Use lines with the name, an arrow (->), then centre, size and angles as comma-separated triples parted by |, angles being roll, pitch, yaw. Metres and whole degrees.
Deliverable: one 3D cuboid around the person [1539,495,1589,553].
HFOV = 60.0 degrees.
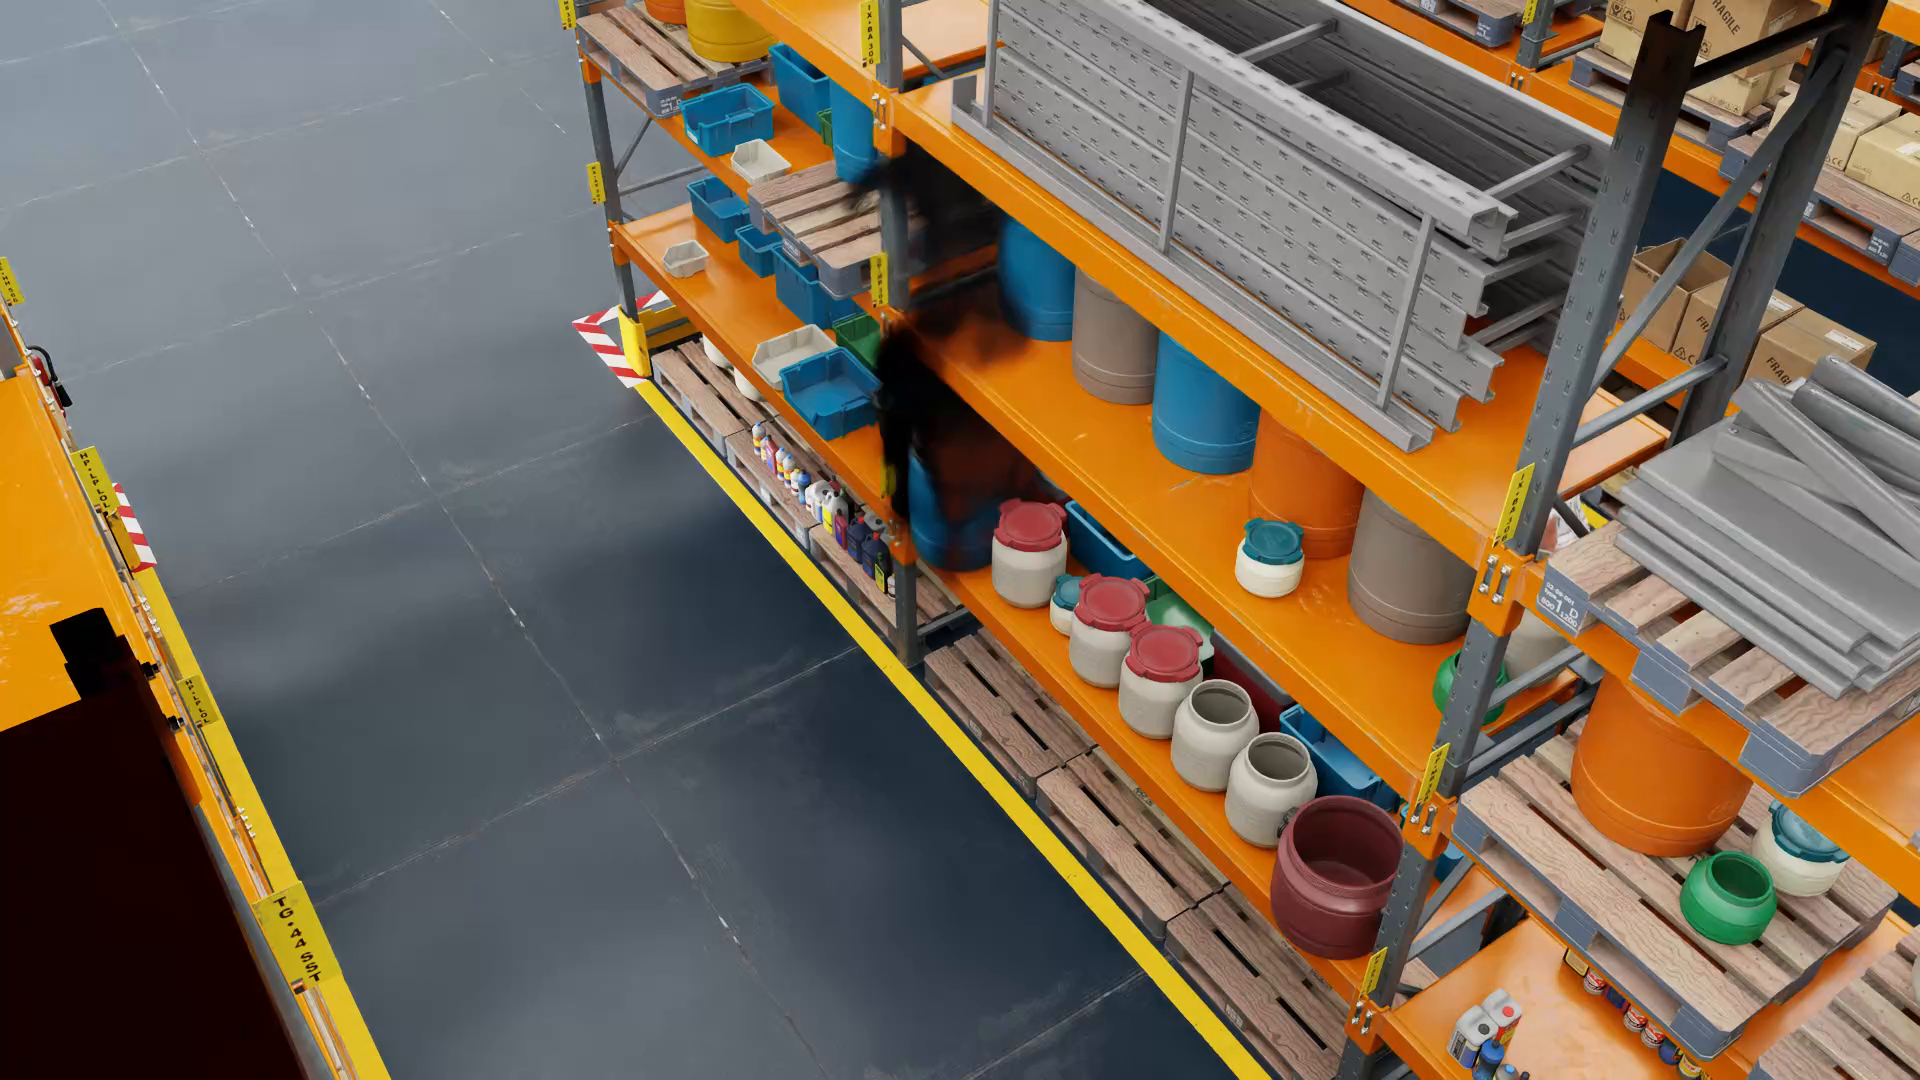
person -> 3.493, 0.033, 10.071 | 0.650, 1.704, 0.731 | -30, 50, -29
